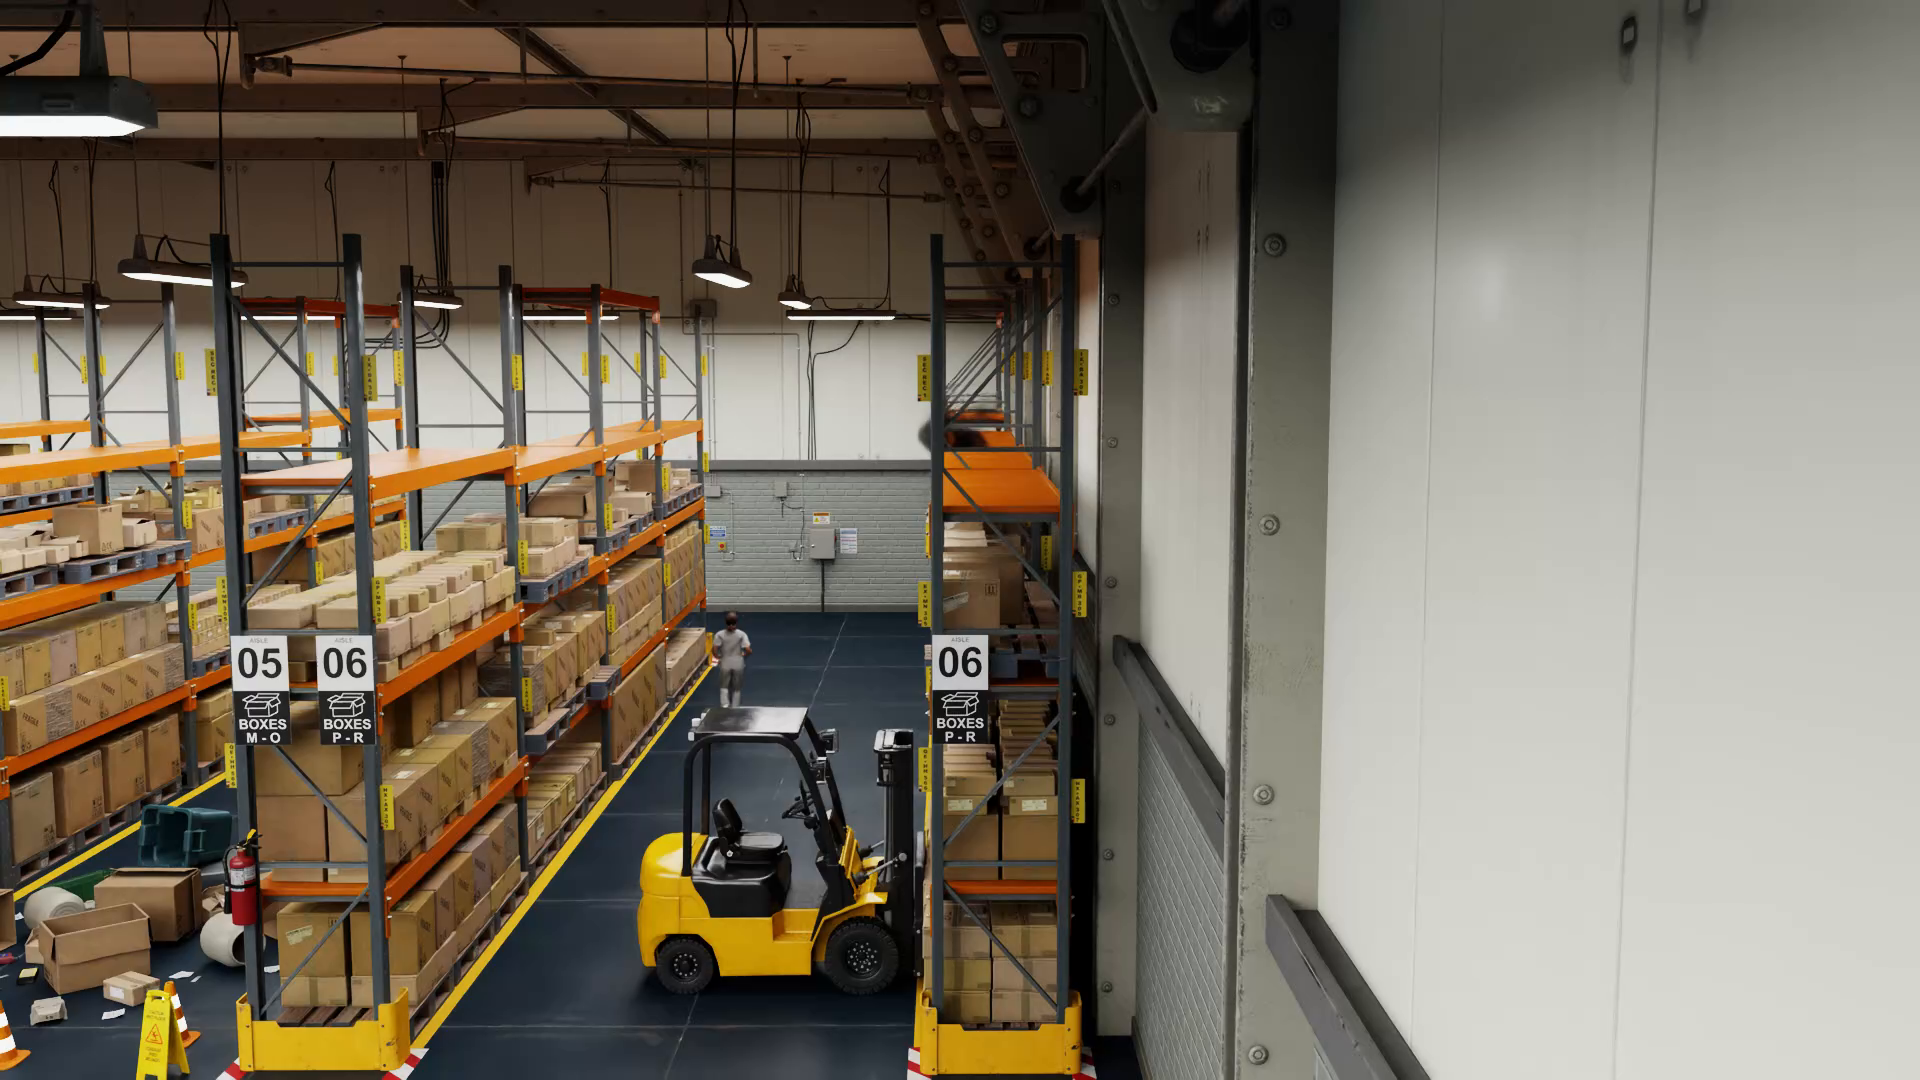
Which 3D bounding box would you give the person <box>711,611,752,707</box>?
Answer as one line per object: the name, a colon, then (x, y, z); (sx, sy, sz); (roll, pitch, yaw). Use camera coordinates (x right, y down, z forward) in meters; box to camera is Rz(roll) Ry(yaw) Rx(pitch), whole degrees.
person: (-3.194, 1.791, 23.265); (0.561, 1.619, 0.584); (-1, 6, -7)
